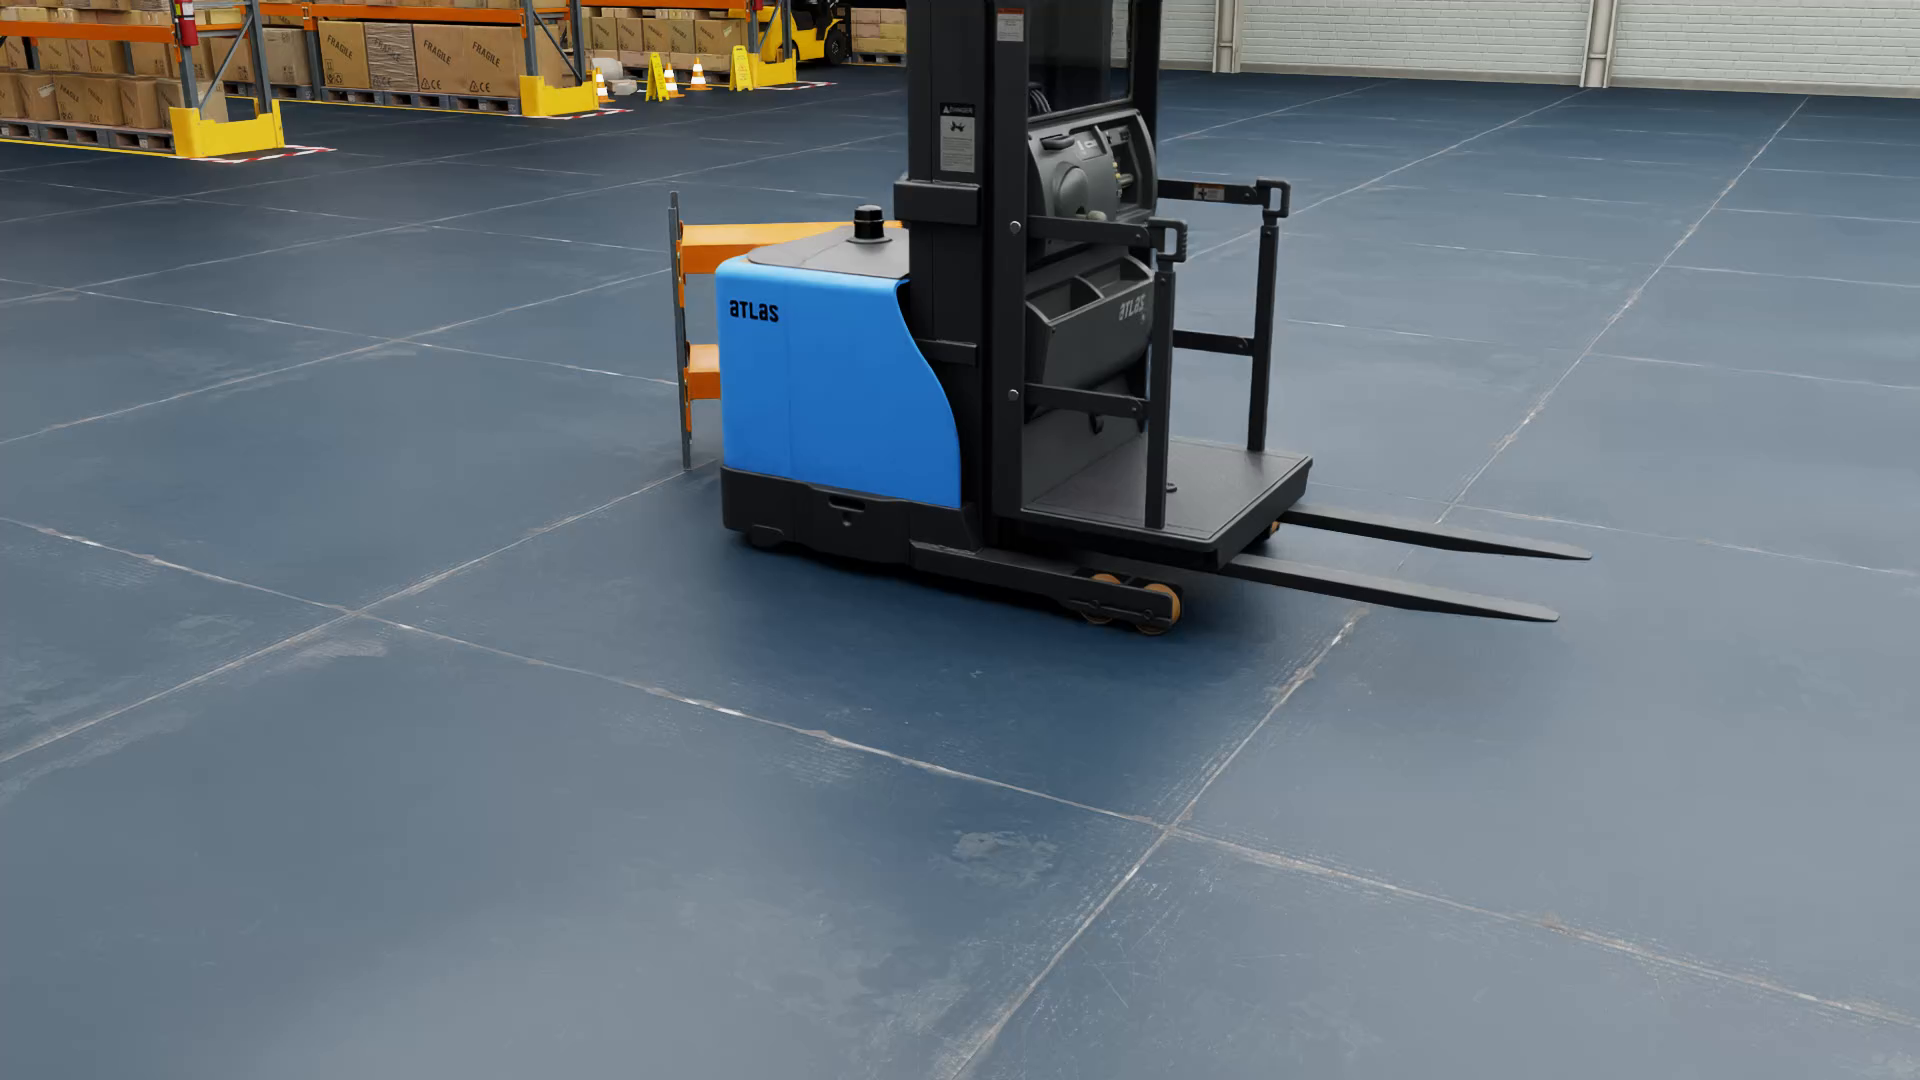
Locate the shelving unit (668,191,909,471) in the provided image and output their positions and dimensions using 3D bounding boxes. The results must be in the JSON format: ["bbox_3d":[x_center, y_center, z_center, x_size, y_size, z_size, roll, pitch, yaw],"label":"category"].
[{"bbox_3d":[-0.711,-0.935,7.294,1.048,1.125,0.538,-3,20,-8],"label":"shelving unit"}]

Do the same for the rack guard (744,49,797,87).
[{"bbox_3d":[-3.008,-7.371,25.953,0.348,0.500,1.175,11,23,27],"label":"rack guard"}]

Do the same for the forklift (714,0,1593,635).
[{"bbox_3d":[0.639,-1.271,5.570,3.031,2.935,1.130,11,22,27],"label":"forklift"}]

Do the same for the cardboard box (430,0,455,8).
[{"bbox_3d":[-6.532,-7.377,22.084,0.550,0.550,0.875,11,23,27],"label":"cardboard box"}]

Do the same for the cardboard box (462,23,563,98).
[{"bbox_3d":[-5.892,-6.335,21.930,0.875,0.875,0.875,11,23,28],"label":"cardboard box"}]

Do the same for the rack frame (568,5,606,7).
[{"bbox_3d":[-7.508,-11.342,33.235,0.127,3.000,1.000,11,23,27],"label":"rack frame"}]

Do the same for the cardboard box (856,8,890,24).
[{"bbox_3d":[-1.527,-9.454,29.978,0.500,0.250,0.500,11,23,28],"label":"cardboard box"}]

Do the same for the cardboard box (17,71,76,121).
[{"bbox_3d":[-10.433,-5.100,19.075,0.500,0.500,0.500,-17,26,-39],"label":"cardboard box"}]

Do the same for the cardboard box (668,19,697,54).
[{"bbox_3d":[-4.225,-7.932,26.151,0.500,0.500,0.500,12,23,29],"label":"cardboard box"}]

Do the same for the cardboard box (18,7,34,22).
[{"bbox_3d":[-10.122,-5.805,18.337,0.250,0.149,0.380,11,23,27],"label":"cardboard box"}]

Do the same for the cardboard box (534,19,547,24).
[{"bbox_3d":[-8.414,-10.457,33.845,0.500,0.500,0.500,10,22,26],"label":"cardboard box"}]

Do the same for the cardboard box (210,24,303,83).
[{"bbox_3d":[-10.186,-7.086,24.185,0.750,0.750,1.050,11,23,27],"label":"cardboard box"}]

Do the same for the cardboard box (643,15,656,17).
[{"bbox_3d":[-4.895,-8.269,27.079,0.500,0.500,0.500,12,23,30],"label":"cardboard box"}]

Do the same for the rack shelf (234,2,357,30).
[{"bbox_3d":[-10.505,-7.703,24.256,4.000,0.370,1.077,11,23,27],"label":"rack shelf"}]

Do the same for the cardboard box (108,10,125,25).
[{"bbox_3d":[-8.796,-5.565,17.677,0.250,0.149,0.380,11,23,27],"label":"cardboard box"}]

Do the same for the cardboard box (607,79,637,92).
[{"bbox_3d":[-5.070,-6.810,24.921,0.380,0.149,0.250,-11,23,-29],"label":"cardboard box"}]

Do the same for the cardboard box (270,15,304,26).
[{"bbox_3d":[-12.045,-9.501,30.658,0.875,0.875,0.875,12,23,29],"label":"cardboard box"}]

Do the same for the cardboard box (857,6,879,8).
[{"bbox_3d":[-1.721,-9.691,30.634,0.500,0.250,0.500,11,22,27],"label":"cardboard box"}]

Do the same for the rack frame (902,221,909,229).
[{"bbox_3d":[-0.208,-0.960,7.362,0.032,1.125,0.500,-3,20,-8],"label":"rack frame"}]

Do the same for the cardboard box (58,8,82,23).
[{"bbox_3d":[-9.485,-5.669,17.964,0.250,0.149,0.380,11,23,27],"label":"cardboard box"}]

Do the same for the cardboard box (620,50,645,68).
[{"bbox_3d":[-5.114,-7.752,26.754,0.500,0.250,0.500,10,22,27],"label":"cardboard box"}]

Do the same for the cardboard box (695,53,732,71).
[{"bbox_3d":[-3.799,-7.497,26.050,0.500,0.250,0.500,11,23,27],"label":"cardboard box"}]

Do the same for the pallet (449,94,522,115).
[{"bbox_3d":[-6.004,-5.842,22.161,1.213,0.211,1.003,11,23,27],"label":"pallet"}]

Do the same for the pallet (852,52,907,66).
[{"bbox_3d":[-1.212,-8.816,30.359,1.213,0.211,1.003,11,23,27],"label":"pallet"}]

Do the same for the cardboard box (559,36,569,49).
[{"bbox_3d":[-6.893,-8.247,27.940,0.625,0.372,0.950,11,23,28],"label":"cardboard box"}]

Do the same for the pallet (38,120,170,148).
[{"bbox_3d":[-9.594,-4.634,18.831,1.213,0.211,1.003,11,23,27],"label":"pallet"}]

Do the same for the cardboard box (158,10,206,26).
[{"bbox_3d":[-8.124,-5.451,17.363,0.250,0.149,0.380,11,23,27],"label":"cardboard box"}]

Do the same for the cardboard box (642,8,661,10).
[{"bbox_3d":[-6.396,-10.209,32.978,0.625,0.625,0.875,12,23,29],"label":"cardboard box"}]

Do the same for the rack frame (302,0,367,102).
[{"bbox_3d":[-8.759,-7.708,23.217,0.127,3.000,1.000,11,23,27],"label":"rack frame"}]

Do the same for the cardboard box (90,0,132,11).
[{"bbox_3d":[-8.736,-5.917,17.696,0.500,0.500,0.875,11,23,27],"label":"cardboard box"}]

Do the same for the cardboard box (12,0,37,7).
[{"bbox_3d":[-9.999,-6.195,18.463,0.500,0.500,0.875,11,23,27],"label":"cardboard box"}]

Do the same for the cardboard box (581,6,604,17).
[{"bbox_3d":[-5.970,-8.544,26.886,0.250,0.149,0.380,11,23,28],"label":"cardboard box"}]

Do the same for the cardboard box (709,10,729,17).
[{"bbox_3d":[-4.477,-9.842,31.964,0.625,0.625,0.875,12,23,30],"label":"cardboard box"}]

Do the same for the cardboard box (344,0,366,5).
[{"bbox_3d":[-7.940,-7.636,22.798,0.550,0.550,0.875,11,23,27],"label":"cardboard box"}]

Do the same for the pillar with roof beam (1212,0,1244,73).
[{"bbox_3d":[2.446,-10.937,23.319,0.400,9.000,9.100,11,23,27],"label":"pillar with roof beam"}]

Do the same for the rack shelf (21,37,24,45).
[{"bbox_3d":[-13.013,-6.243,20.232,4.000,0.370,1.077,11,23,27],"label":"rack shelf"}]

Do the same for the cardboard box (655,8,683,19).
[{"bbox_3d":[-4.568,-8.280,26.157,0.250,0.149,0.380,12,23,30],"label":"cardboard box"}]

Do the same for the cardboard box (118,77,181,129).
[{"bbox_3d":[-8.850,-4.804,18.259,0.500,0.500,0.500,18,27,41],"label":"cardboard box"}]

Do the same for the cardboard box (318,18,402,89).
[{"bbox_3d":[-8.244,-6.782,23.162,0.875,0.875,0.875,11,23,28],"label":"cardboard box"}]

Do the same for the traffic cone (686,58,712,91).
[{"bbox_3d":[-3.946,-7.029,25.063,0.334,0.463,0.336,11,23,27],"label":"traffic cone"}]

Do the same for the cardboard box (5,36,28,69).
[{"bbox_3d":[-14.765,-7.772,26.441,0.500,0.500,0.500,12,23,30],"label":"cardboard box"}]

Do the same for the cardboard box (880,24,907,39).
[{"bbox_3d":[-1.101,-9.140,29.846,0.500,0.250,0.500,10,22,27],"label":"cardboard box"}]

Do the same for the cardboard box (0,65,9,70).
[{"bbox_3d":[-11.792,-5.389,19.843,0.500,0.500,0.700,9,22,23],"label":"cardboard box"}]

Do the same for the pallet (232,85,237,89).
[{"bbox_3d":[-11.600,-6.909,25.103,1.213,0.211,1.003,11,23,27],"label":"pallet"}]

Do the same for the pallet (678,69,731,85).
[{"bbox_3d":[-3.700,-7.381,26.403,1.213,0.211,1.003,11,23,27],"label":"pallet"}]

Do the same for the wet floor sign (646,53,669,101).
[{"bbox_3d":[-4.276,-6.521,23.396,0.232,0.644,0.267,7,21,18],"label":"wet floor sign"}]

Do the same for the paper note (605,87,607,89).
[{"bbox_3d":[-5.406,-6.883,25.312,0.148,0.019,0.142,-16,26,-38],"label":"paper note"}]

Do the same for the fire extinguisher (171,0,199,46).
[{"bbox_3d":[-7.899,-5.391,16.941,0.183,0.674,0.296,11,23,27],"label":"fire extinguisher"}]

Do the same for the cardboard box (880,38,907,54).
[{"bbox_3d":[-1.088,-8.901,29.920,0.500,0.250,0.500,11,23,28],"label":"cardboard box"}]

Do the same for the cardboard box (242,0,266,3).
[{"bbox_3d":[-9.786,-7.847,23.451,0.500,0.500,0.500,11,22,27],"label":"cardboard box"}]

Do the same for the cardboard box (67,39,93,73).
[{"bbox_3d":[-13.405,-7.515,25.733,0.500,0.500,0.500,12,23,29],"label":"cardboard box"}]

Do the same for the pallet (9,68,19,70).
[{"bbox_3d":[-15.063,-7.599,27.004,1.213,0.211,1.003,11,23,27],"label":"pallet"}]

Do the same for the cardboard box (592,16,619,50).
[{"bbox_3d":[-5.577,-8.192,26.867,0.500,0.500,0.500,12,23,29],"label":"cardboard box"}]
